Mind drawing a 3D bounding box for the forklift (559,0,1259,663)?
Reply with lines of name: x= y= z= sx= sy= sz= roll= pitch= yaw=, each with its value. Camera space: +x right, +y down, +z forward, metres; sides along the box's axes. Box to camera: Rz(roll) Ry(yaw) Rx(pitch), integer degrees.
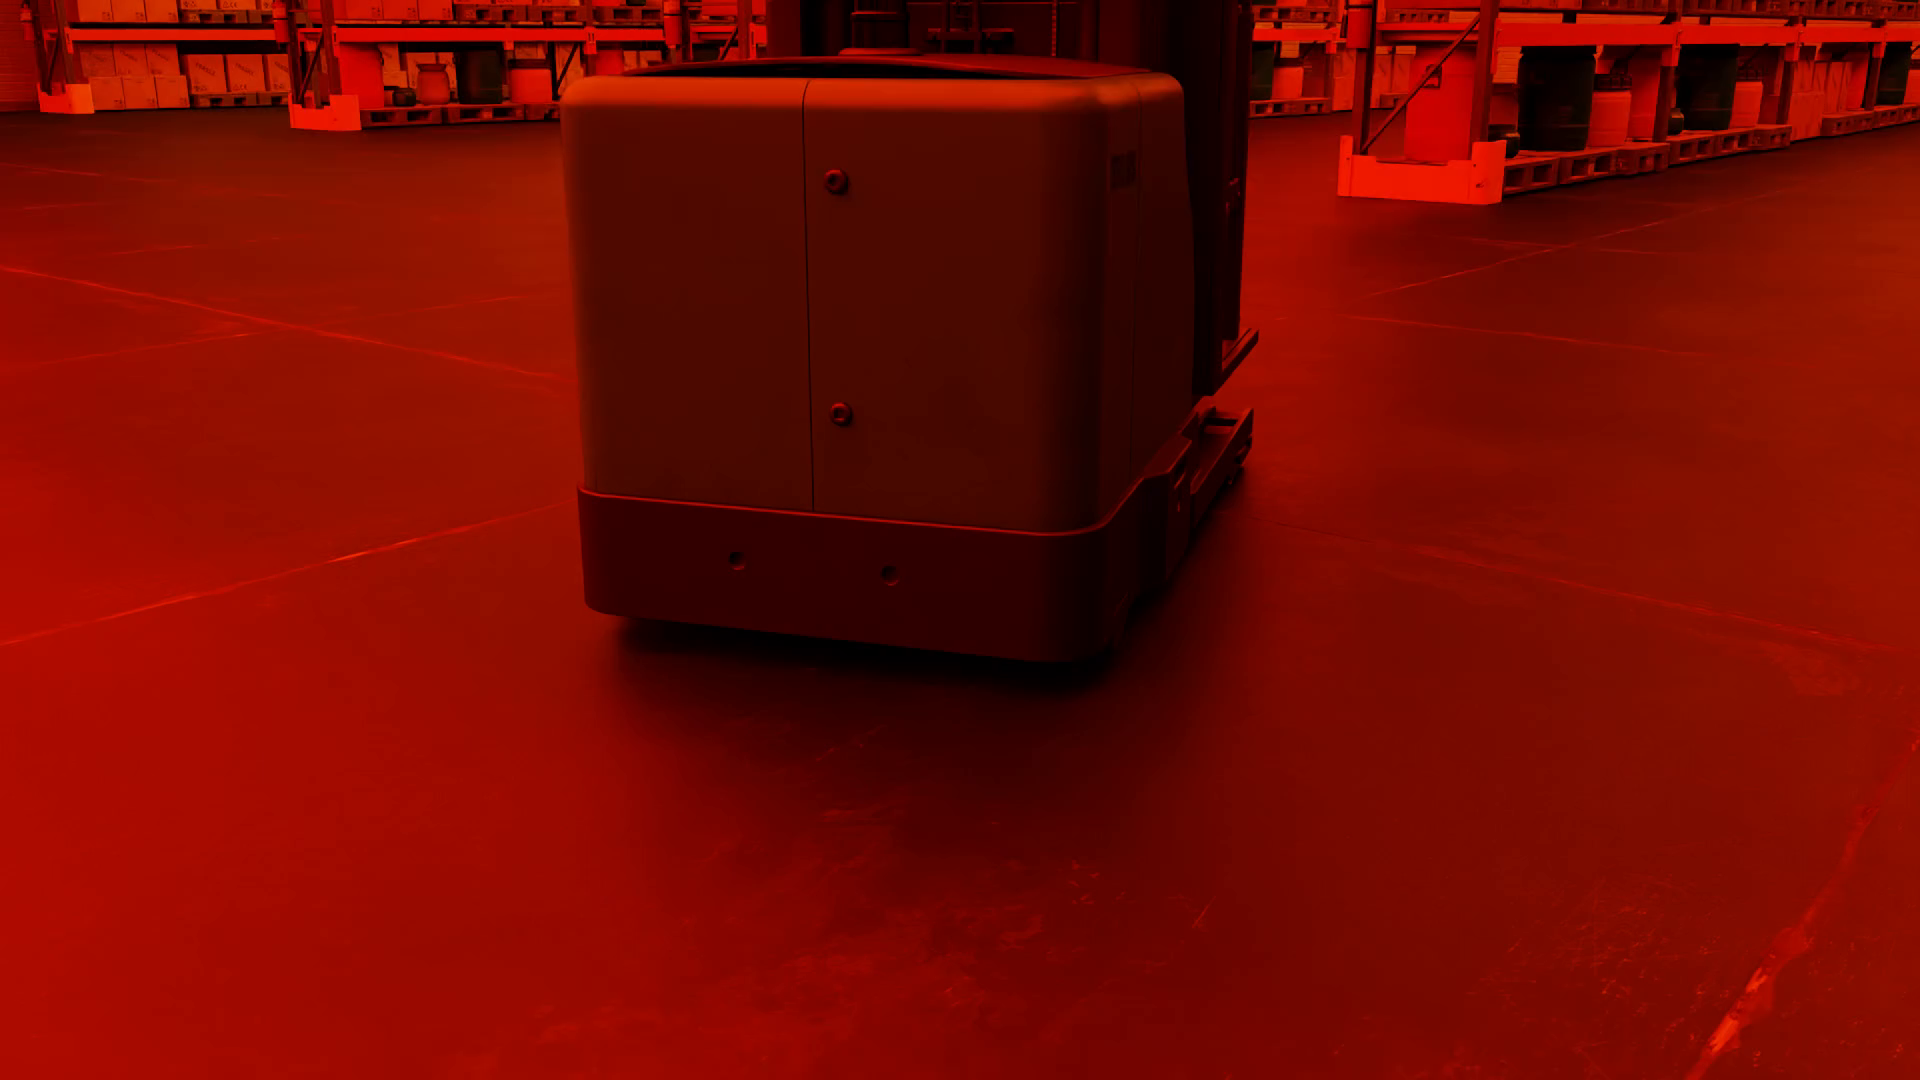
forklift: x=0.182 y=-1.571 z=4.072 sx=1.130 sy=2.935 sz=3.031 roll=5 pitch=18 yaw=17
